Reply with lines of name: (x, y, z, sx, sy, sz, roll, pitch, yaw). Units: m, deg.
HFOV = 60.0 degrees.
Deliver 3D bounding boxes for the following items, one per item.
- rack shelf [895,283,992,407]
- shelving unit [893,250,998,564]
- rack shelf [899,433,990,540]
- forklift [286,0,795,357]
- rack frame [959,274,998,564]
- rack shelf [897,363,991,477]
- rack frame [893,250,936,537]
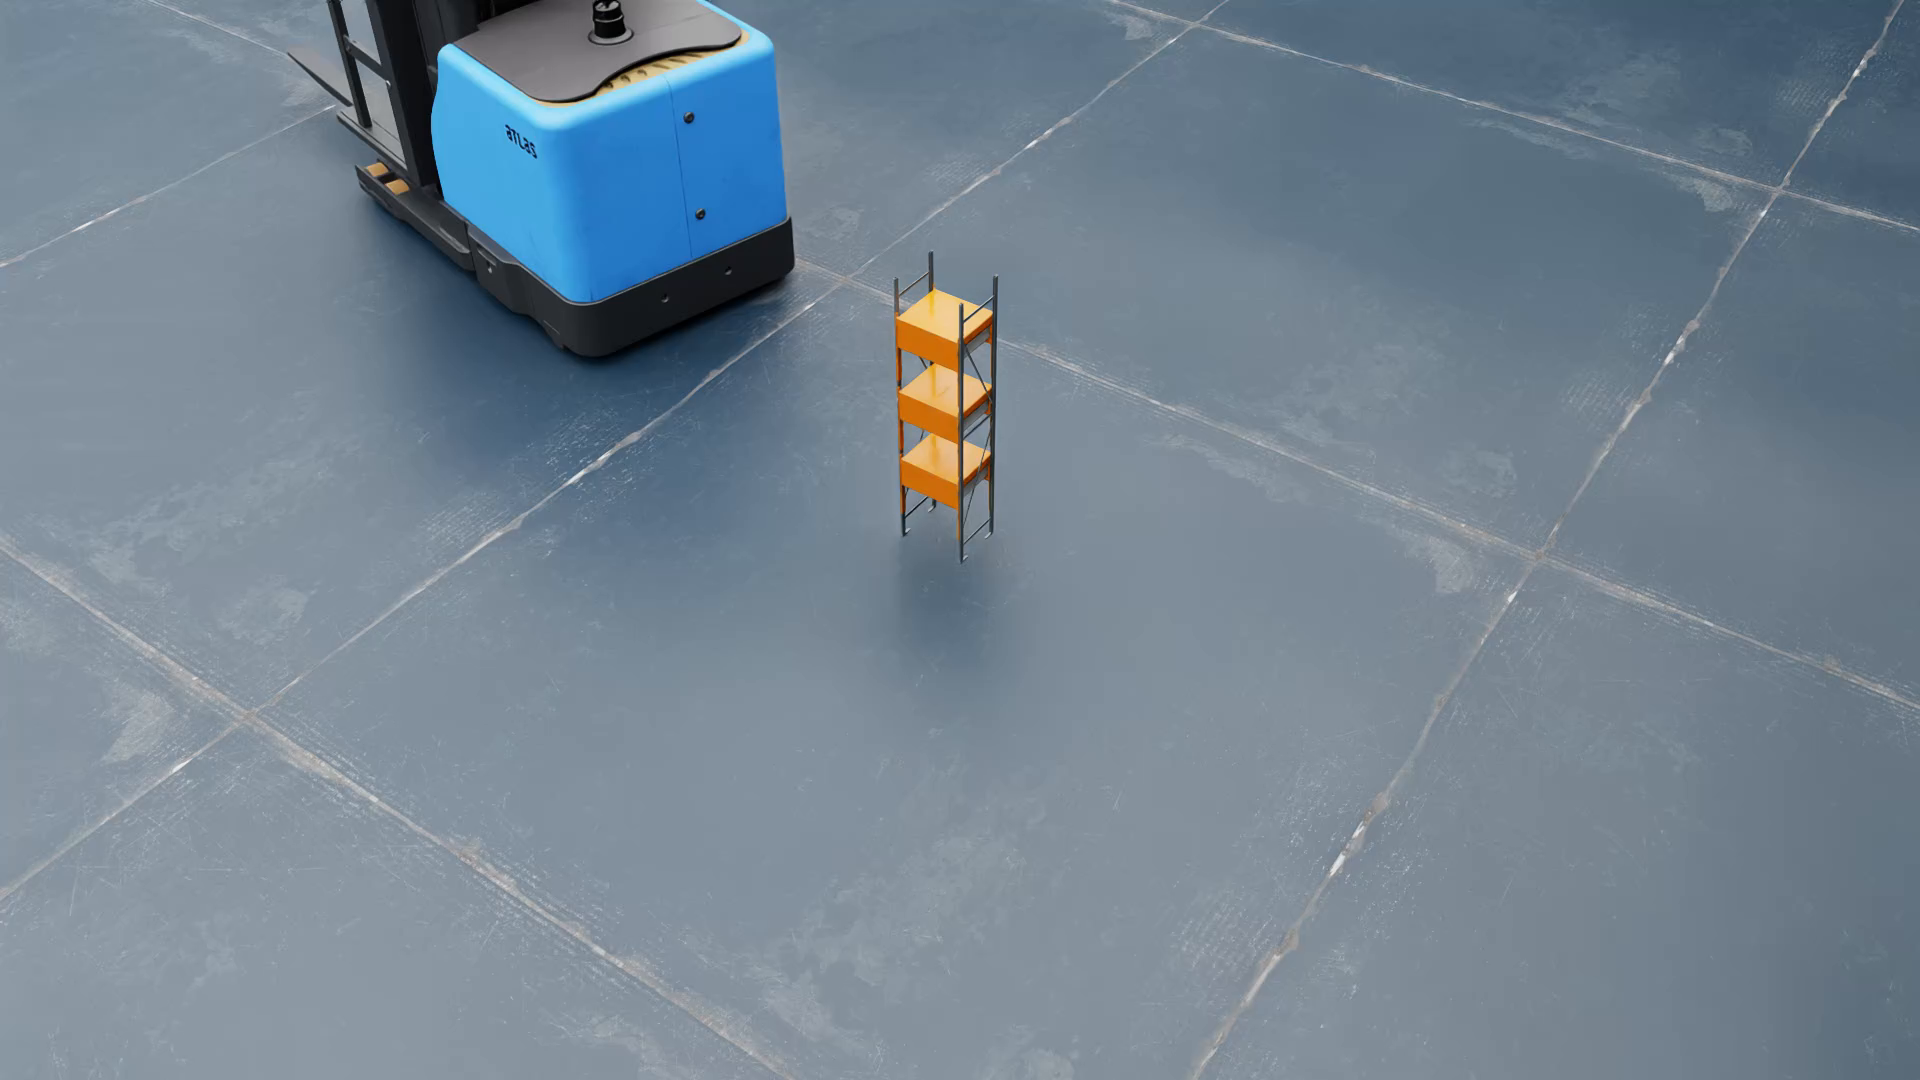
rack shelf: (-0.044, -0.615, 5.241, 0.240, 0.259, 0.215, 25, 48, 25)
shelving unit: (-0.044, -0.412, 5.423, 0.252, 1.050, 0.215, 25, 48, 25)
rack shelf: (-0.044, -0.197, 5.615, 0.240, 0.259, 0.215, 25, 48, 25)
forklift: (-2.034, -2.708, 6.579, 1.130, 2.935, 3.031, -30, 50, -29)
rack frame: (0.056, -0.365, 5.371, 0.008, 1.050, 0.200, 25, 48, 25)
rack shelf: (-0.044, -0.404, 5.430, 0.240, 0.259, 0.215, 25, 48, 25)
rack frame: (-0.144, -0.458, 5.475, 0.008, 1.050, 0.200, 25, 48, 25)
